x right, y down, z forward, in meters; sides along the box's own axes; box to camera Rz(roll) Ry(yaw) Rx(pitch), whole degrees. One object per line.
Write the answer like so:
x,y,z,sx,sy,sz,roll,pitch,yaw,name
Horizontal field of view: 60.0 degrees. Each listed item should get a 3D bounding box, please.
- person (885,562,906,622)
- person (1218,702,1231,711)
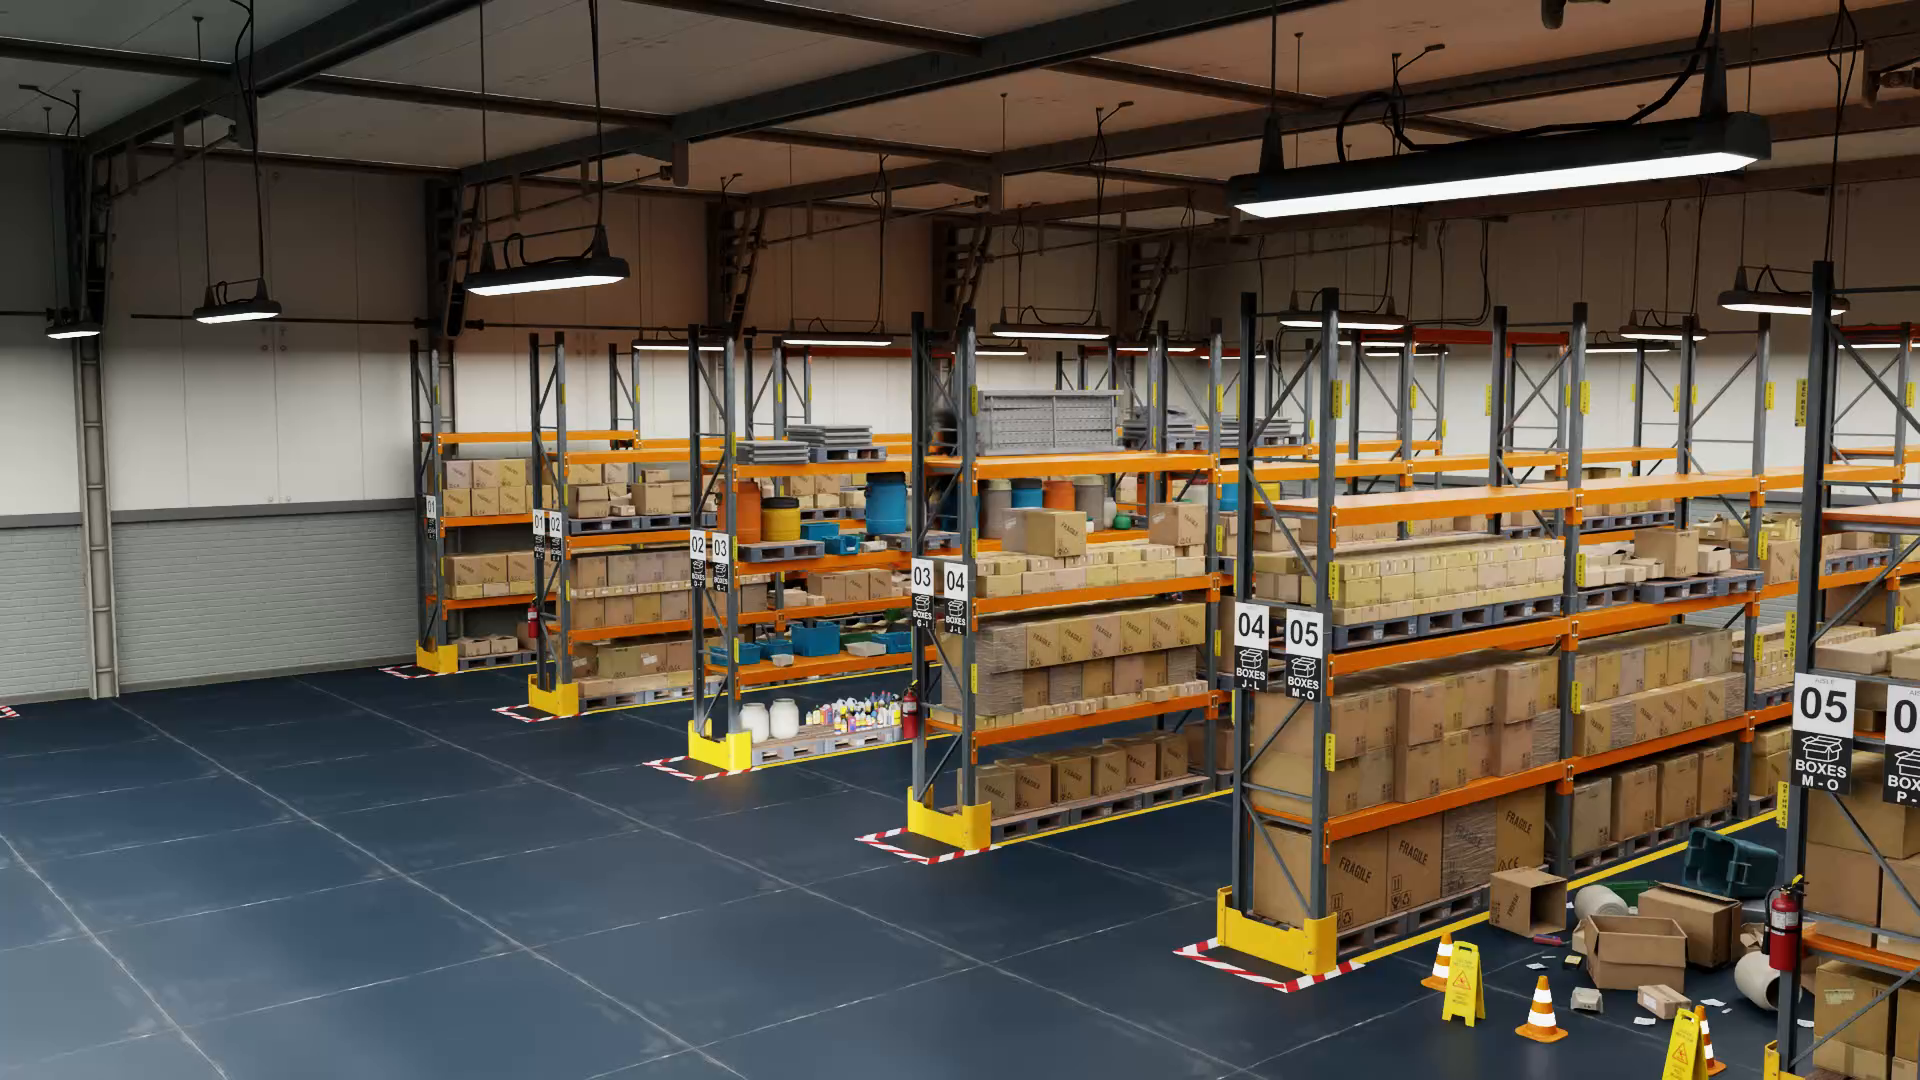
-1.277,1.245,33.091,0.643,1.728,0.659,-4,7,-38,person
3.994,1.907,26.171,0.729,1.620,0.594,-5,7,-43,person
